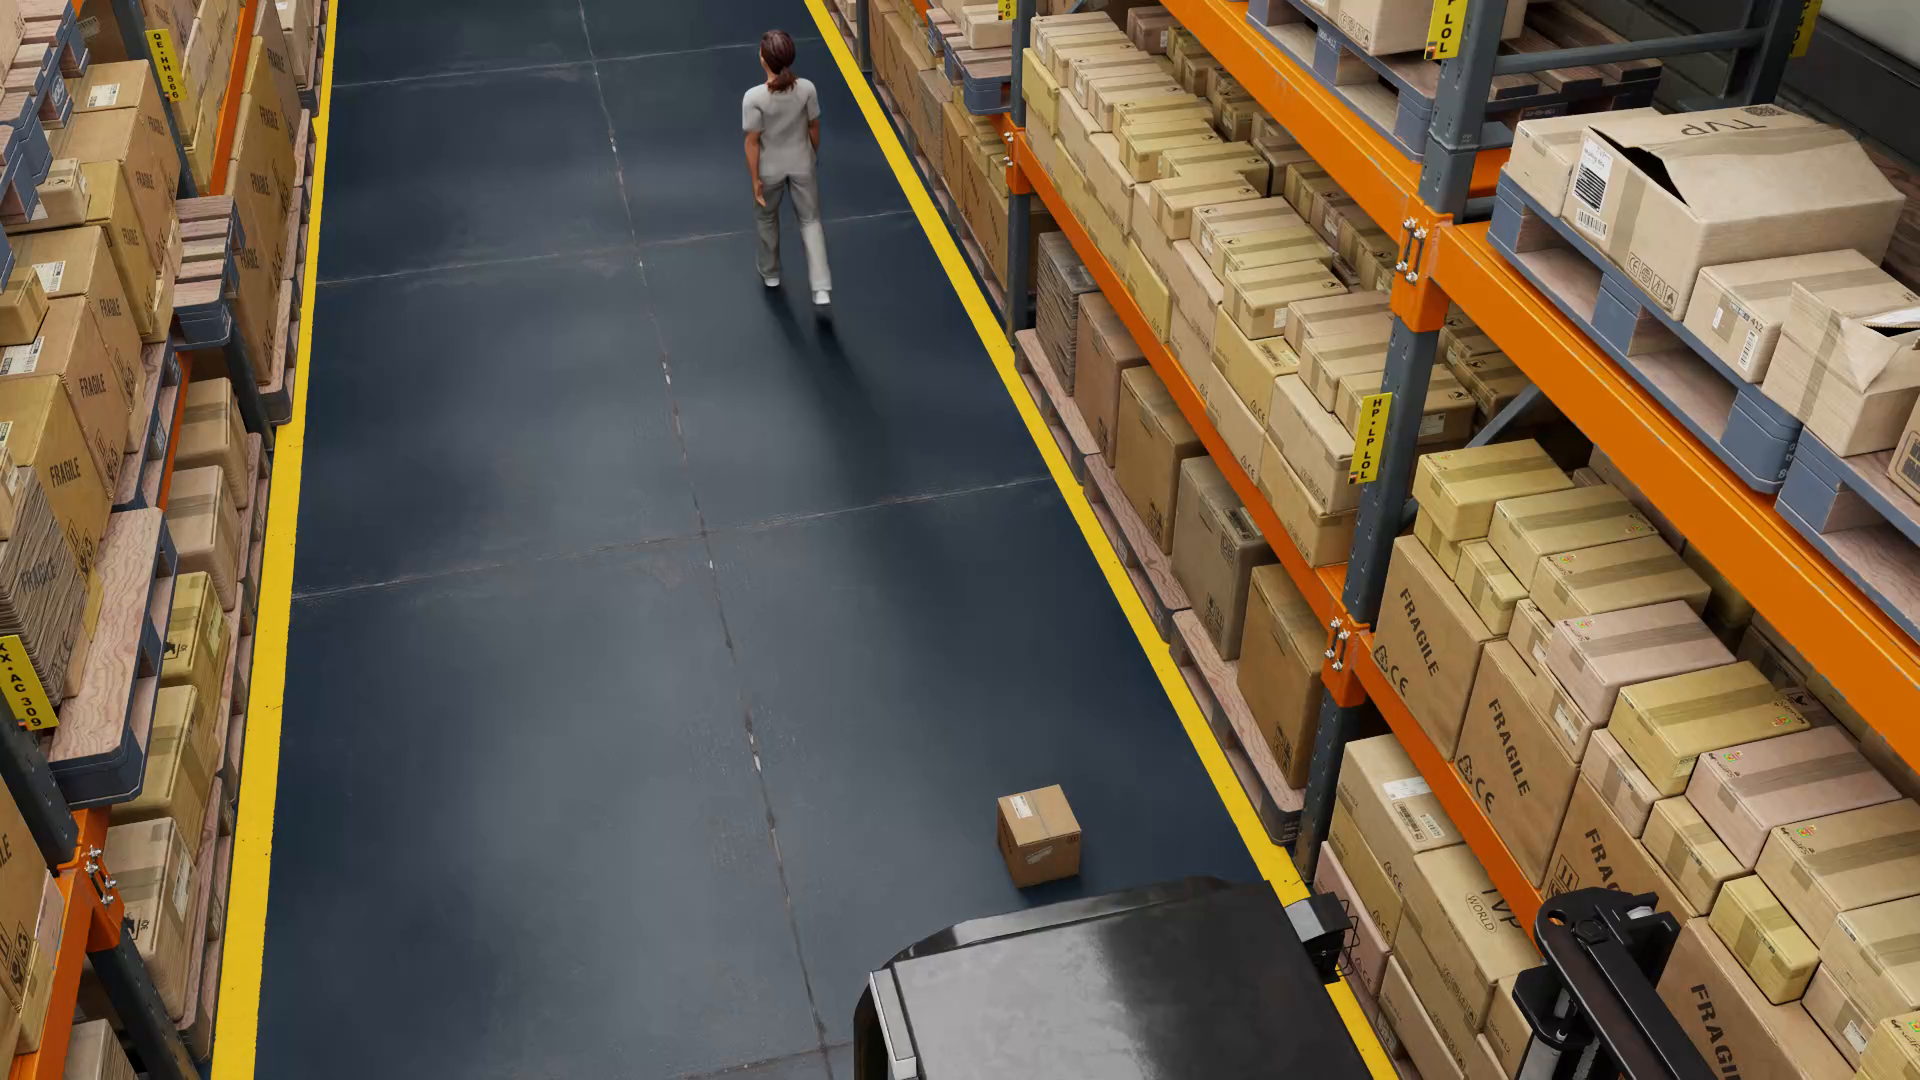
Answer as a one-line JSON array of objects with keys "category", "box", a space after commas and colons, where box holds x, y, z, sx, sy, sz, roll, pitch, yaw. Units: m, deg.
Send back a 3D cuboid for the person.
[{"category": "person", "box": [-0.988, -2.081, 9.283, 0.440, 1.638, 0.864, -9, 39, -11]}]
